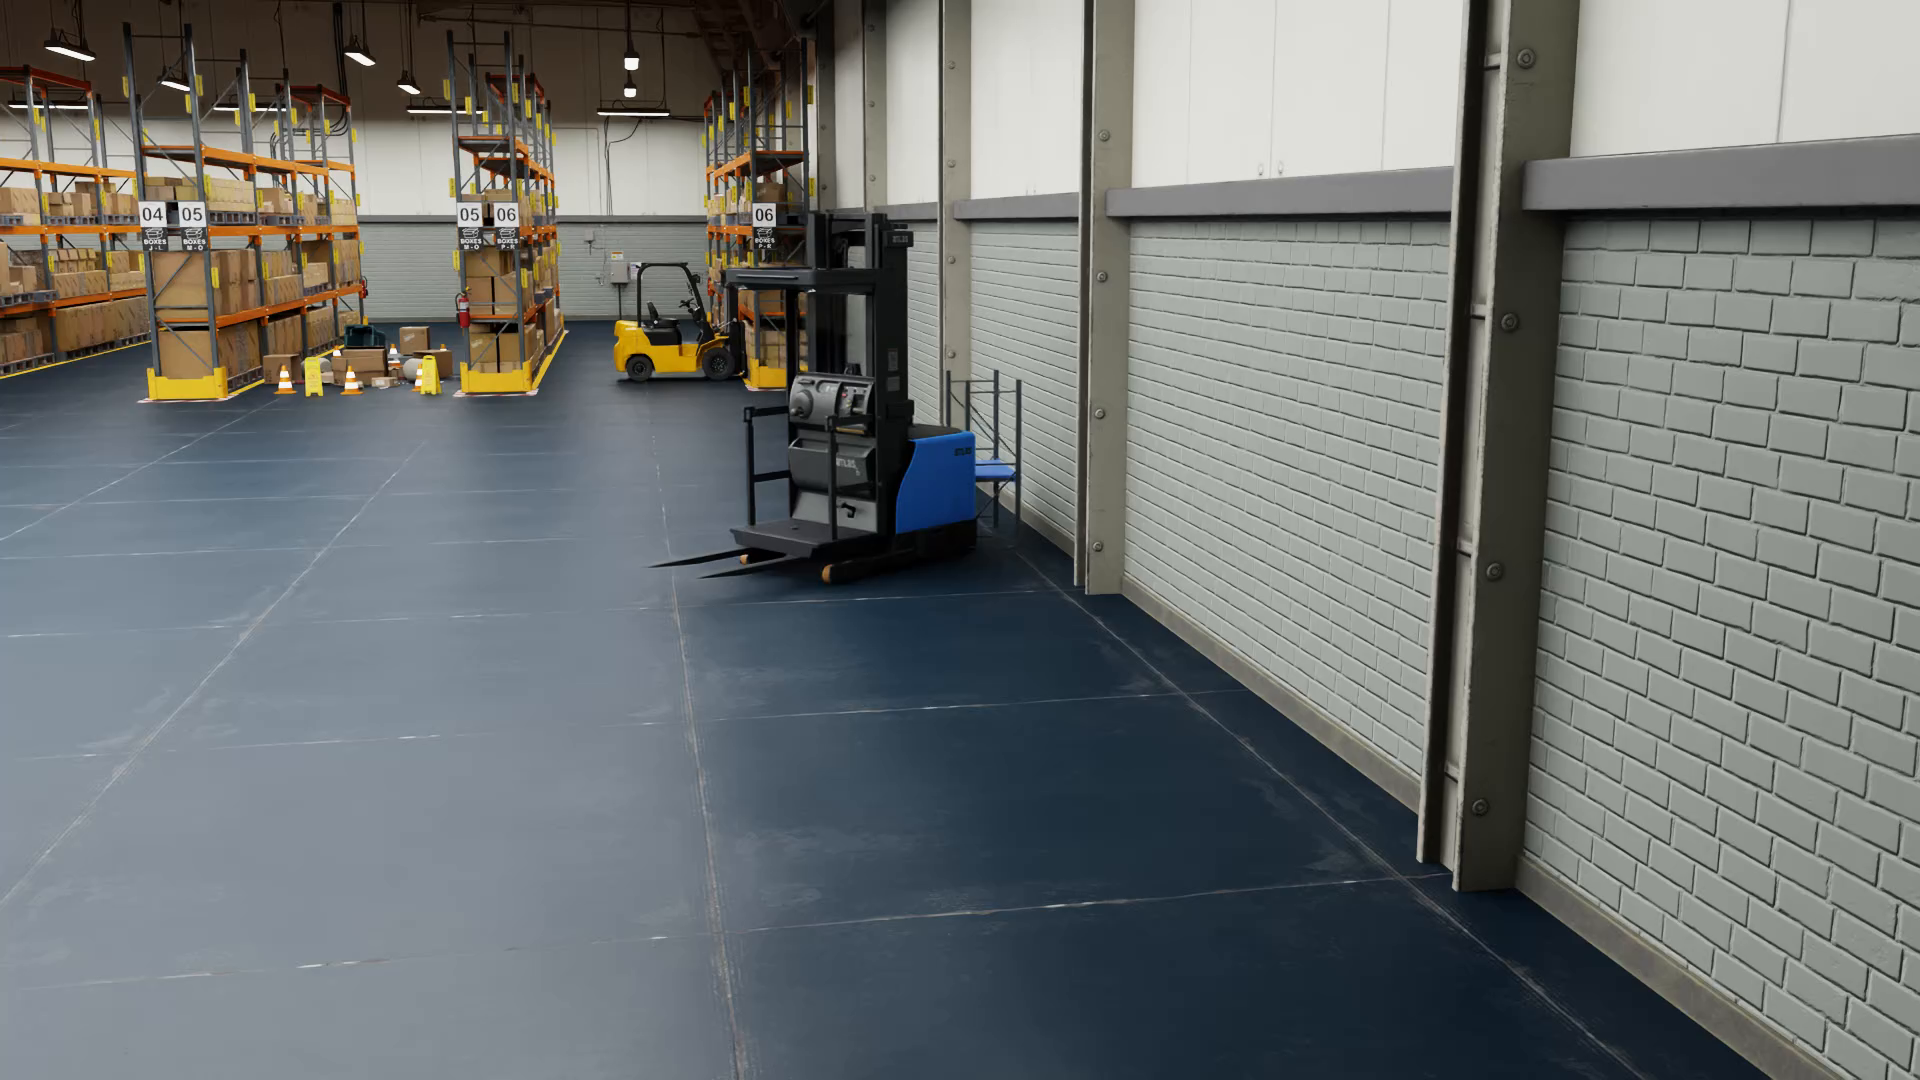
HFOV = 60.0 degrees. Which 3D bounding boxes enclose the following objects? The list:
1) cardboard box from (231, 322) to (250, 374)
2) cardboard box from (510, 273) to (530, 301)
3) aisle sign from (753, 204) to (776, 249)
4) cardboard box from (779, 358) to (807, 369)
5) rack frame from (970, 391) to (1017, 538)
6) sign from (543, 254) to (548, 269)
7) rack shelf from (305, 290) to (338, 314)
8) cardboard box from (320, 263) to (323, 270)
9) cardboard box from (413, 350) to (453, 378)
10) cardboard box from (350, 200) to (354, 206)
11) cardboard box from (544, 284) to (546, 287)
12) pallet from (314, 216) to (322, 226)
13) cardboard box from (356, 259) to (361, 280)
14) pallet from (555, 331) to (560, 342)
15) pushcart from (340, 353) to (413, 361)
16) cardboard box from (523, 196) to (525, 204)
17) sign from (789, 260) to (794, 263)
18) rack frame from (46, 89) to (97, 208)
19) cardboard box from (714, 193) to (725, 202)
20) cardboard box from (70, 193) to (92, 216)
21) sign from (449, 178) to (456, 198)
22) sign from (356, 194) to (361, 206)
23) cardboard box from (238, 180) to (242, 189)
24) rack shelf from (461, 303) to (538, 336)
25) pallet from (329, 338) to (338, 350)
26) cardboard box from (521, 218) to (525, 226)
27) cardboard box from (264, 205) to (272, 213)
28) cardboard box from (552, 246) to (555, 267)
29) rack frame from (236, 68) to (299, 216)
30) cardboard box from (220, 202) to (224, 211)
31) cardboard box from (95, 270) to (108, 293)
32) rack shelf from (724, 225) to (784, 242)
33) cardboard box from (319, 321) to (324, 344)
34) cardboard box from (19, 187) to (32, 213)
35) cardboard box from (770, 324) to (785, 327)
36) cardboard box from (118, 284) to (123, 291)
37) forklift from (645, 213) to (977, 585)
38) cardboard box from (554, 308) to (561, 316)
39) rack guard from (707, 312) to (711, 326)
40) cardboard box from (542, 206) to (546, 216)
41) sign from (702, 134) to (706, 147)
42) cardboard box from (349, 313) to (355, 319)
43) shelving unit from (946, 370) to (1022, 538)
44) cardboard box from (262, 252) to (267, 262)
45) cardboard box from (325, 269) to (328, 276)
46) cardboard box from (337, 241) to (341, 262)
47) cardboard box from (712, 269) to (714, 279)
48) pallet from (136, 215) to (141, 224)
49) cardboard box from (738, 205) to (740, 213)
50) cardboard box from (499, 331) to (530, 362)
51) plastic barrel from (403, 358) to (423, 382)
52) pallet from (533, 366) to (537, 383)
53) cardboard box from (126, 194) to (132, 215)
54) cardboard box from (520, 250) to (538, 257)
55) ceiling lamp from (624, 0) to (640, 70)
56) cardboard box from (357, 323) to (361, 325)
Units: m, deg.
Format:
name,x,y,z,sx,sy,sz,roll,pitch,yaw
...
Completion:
name,x,y,z,sx,sy,sz,roll,pitch,yaw
cardboard box,-13.393,-3.462,29.974,0.875,0.875,0.875,-2,11,-11
cardboard box,-8.143,-4.620,30.440,0.500,0.500,0.500,-2,11,-12
aisle sign,-3.419,-5.483,29.080,0.394,0.787,0.004,-2,11,-11
cardboard box,-3.047,-3.181,30.171,0.500,0.250,0.500,-2,11,-11
rack frame,0.294,-0.667,14.746,0.475,1.308,0.013,-2,11,-10
sign,-9.037,-6.066,36.211,0.100,0.325,0.005,-2,11,-11
rack shelf,-14.793,-5.329,37.151,1.077,0.370,4.000,-2,11,-11
cardboard box,-14.811,-6.261,38.081,0.380,0.149,0.250,-2,11,-13
cardboard box,-9.916,-3.308,31.286,0.500,0.500,0.500,6,12,28
cardboard box,-15.607,-8.574,42.250,0.380,0.149,0.250,-2,11,-12
cardboard box,-9.416,-5.539,36.733,0.500,0.250,0.500,-2,11,-12
pallet,-14.961,-7.123,37.134,1.213,0.211,1.003,-2,11,-11
cardboard box,-15.620,-6.905,42.444,0.500,0.500,0.500,-2,11,-10
pallet,-10.417,-5.020,41.062,1.003,0.211,1.213,-2,11,-11
pushcart,-11.017,-3.400,32.106,1.648,0.377,0.936,-6,13,-31
cardboard box,-8.119,-6.191,30.274,0.380,0.149,0.250,-2,11,-10
sign,-3.378,-5.446,33.316,0.100,0.325,0.005,-2,11,-11
rack frame,-20.063,-8.835,37.600,0.949,2.616,0.053,-2,11,-11
cardboard box,-5.761,-8.316,40.277,0.396,0.266,0.258,-2,11,-12
cardboard box,-19.944,-7.510,37.274,0.700,0.500,0.500,-2,11,-10
sign,-8.560,-5.939,28.040,0.100,0.325,0.005,-2,11,-11
sign,-15.411,-8.708,42.588,0.100,0.325,0.005,-2,11,-11
cardboard box,-13.044,-6.338,29.654,0.380,0.149,0.250,-2,11,-11
rack shelf,-8.401,-4.060,30.485,1.077,0.370,4.000,-2,11,-11
pallet,-15.029,-4.537,38.521,1.003,0.211,1.213,-2,11,-11
cardboard box,-8.013,-5.707,29.859,0.380,0.149,0.250,-2,11,-10
cardboard box,-13.643,-6.454,32.396,0.380,0.149,0.250,-2,11,-11
cardboard box,-10.381,-7.072,41.440,0.500,0.500,0.500,-2,11,-10
rack frame,-14.404,-8.263,34.595,1.000,3.000,0.127,-2,11,-11
cardboard box,-12.748,-5.668,28.264,0.380,0.149,0.250,-2,11,-11
cardboard box,-19.708,-5.861,37.752,0.500,0.500,0.500,-2,11,-11
rack shelf,-4.311,-6.449,35.011,1.077,0.370,4.000,-2,11,-11
cardboard box,-14.497,-4.619,37.058,0.500,0.500,0.500,-2,11,-12
cardboard box,-18.840,-6.750,33.065,0.500,0.500,0.500,-2,11,-11
cardboard box,-3.332,-3.948,31.526,0.500,0.250,0.500,-2,11,-12
cardboard box,-19.901,-5.927,39.039,0.380,0.149,0.250,-2,11,-9
forklift,-1.210,-1.187,13.650,1.130,2.935,3.031,10,14,41
cardboard box,-10.897,-5.812,43.491,0.875,0.438,0.875,-3,11,-13
rack guard,-6.241,-5.921,45.021,1.175,0.500,0.348,-2,11,-11
cardboard box,-9.968,-7.730,38.933,0.500,0.311,0.500,-2,11,-11
sign,-6.788,-10.588,44.101,0.100,0.325,0.005,-2,11,-11
cardboard box,-15.345,-5.605,41.587,0.380,0.149,0.250,-2,11,-9
shelving unit,0.203,-0.762,15.242,0.538,1.500,1.039,-2,11,-10
cardboard box,-13.830,-5.308,32.171,0.700,0.500,0.500,-2,11,-12
cardboard box,-14.911,-6.213,38.621,0.380,0.149,0.250,-2,11,-9
cardboard box,-15.146,-6.922,39.858,0.500,0.500,0.500,-2,11,-13
cardboard box,-6.111,-6.864,42.895,0.500,0.250,0.500,-2,11,-13
pallet,-20.690,-7.915,41.030,1.003,0.211,1.213,-2,11,-11
cardboard box,-4.132,-6.474,32.501,0.380,0.149,0.250,-2,11,-10
cardboard box,-7.903,-3.433,29.491,0.500,0.500,0.500,-3,11,-13
plastic barrel,-9.899,-3.105,30.432,0.512,0.421,0.421,6,12,28
pallet,-8.384,-3.065,30.787,1.003,0.211,1.213,-2,11,-11
cardboard box,-20.700,-8.198,40.620,0.700,0.500,0.500,-3,11,-13
cardboard box,-8.973,-5.945,34.540,0.380,0.149,0.250,-3,11,-14
ceiling lamp,-6.051,-10.671,31.637,0.800,3.185,2.000,-2,11,-11
cardboard box,-15.503,-5.456,42.396,0.380,0.149,0.250,-2,11,-9
